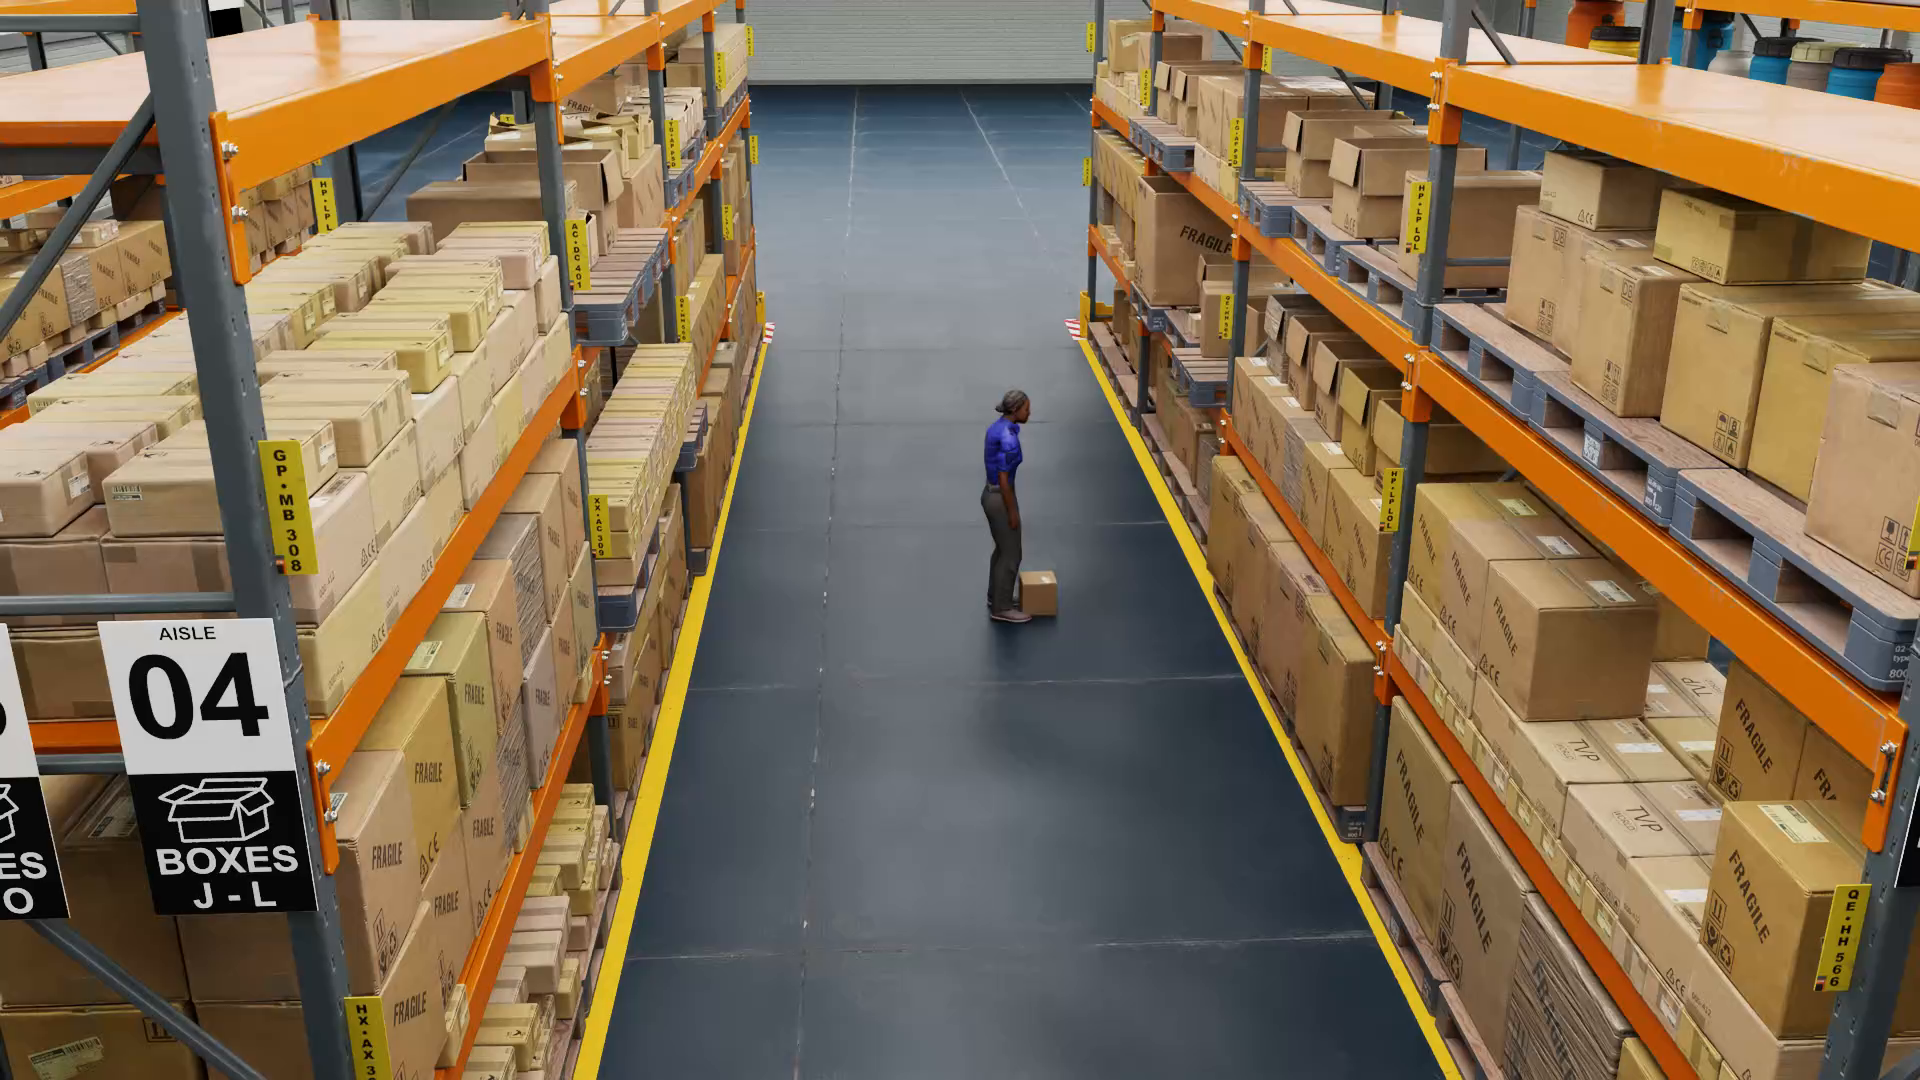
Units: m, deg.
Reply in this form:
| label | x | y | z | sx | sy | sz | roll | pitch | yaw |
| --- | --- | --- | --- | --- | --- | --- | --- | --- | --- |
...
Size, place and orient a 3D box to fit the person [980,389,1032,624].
| label | x | y | z | sx | sy | sz | roll | pitch | yaw |
| --- | --- | --- | --- | --- | --- | --- | --- | --- | --- |
| person | 0.327 | -0.260 | 11.780 | 0.349 | 1.653 | 0.512 | -2 | 21 | -5 |
